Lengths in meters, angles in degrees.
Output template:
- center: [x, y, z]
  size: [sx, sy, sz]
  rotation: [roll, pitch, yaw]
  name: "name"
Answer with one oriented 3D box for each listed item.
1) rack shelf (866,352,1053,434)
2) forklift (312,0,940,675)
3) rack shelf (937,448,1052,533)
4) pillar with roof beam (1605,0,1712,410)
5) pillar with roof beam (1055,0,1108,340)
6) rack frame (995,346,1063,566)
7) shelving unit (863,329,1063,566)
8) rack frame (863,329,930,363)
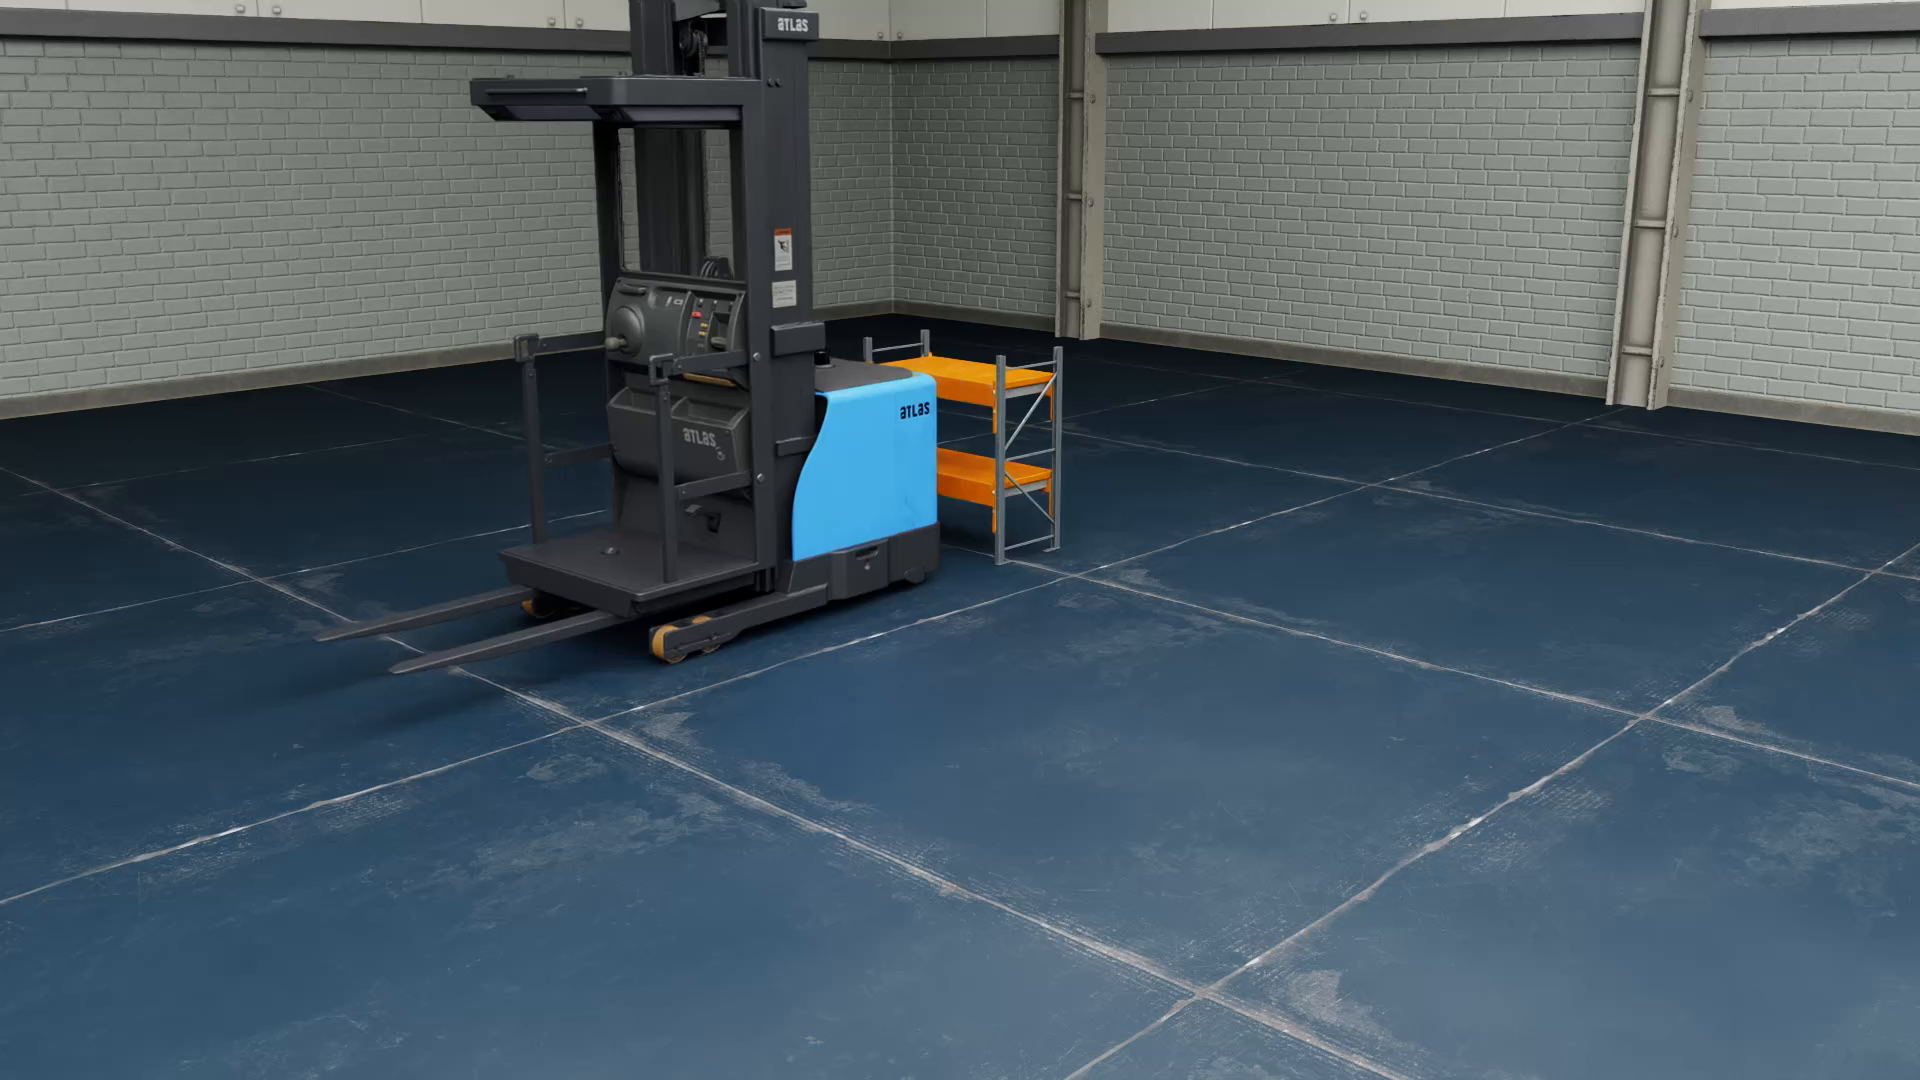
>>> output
- center: [0.005, -0.826, 9.212]
  size: [1.000, 0.278, 0.538]
  rotation: [14, 20, 42]
  name: "rack shelf"
- center: [-1.460, -1.018, 7.528]
  size: [1.130, 2.935, 3.031]
  rotation: [13, 19, 40]
  name: "forklift"
- center: [0.005, -0.307, 9.347]
  size: [1.000, 0.278, 0.538]
  rotation: [14, 20, 42]
  name: "rack shelf"
- center: [2.591, -4.689, 9.581]
  size: [0.400, 9.000, 9.100]
  rotation: [14, 20, 42]
  name: "pillar with roof beam"
- center: [-1.728, -5.739, 13.611]
  size: [0.400, 9.000, 9.100]
  rotation: [14, 20, 42]
  name: "pillar with roof beam"
- center: [0.371, -0.454, 8.944]
  size: [0.032, 1.125, 0.500]
  rotation: [14, 20, 42]
  name: "rack frame"
- center: [0.005, -0.543, 9.286]
  size: [1.048, 1.125, 0.538]
  rotation: [14, 20, 42]
  name: "shelving unit"
- center: [-0.361, -0.632, 9.627]
  size: [0.032, 1.125, 0.500]
  rotation: [14, 20, 42]
  name: "rack frame"
